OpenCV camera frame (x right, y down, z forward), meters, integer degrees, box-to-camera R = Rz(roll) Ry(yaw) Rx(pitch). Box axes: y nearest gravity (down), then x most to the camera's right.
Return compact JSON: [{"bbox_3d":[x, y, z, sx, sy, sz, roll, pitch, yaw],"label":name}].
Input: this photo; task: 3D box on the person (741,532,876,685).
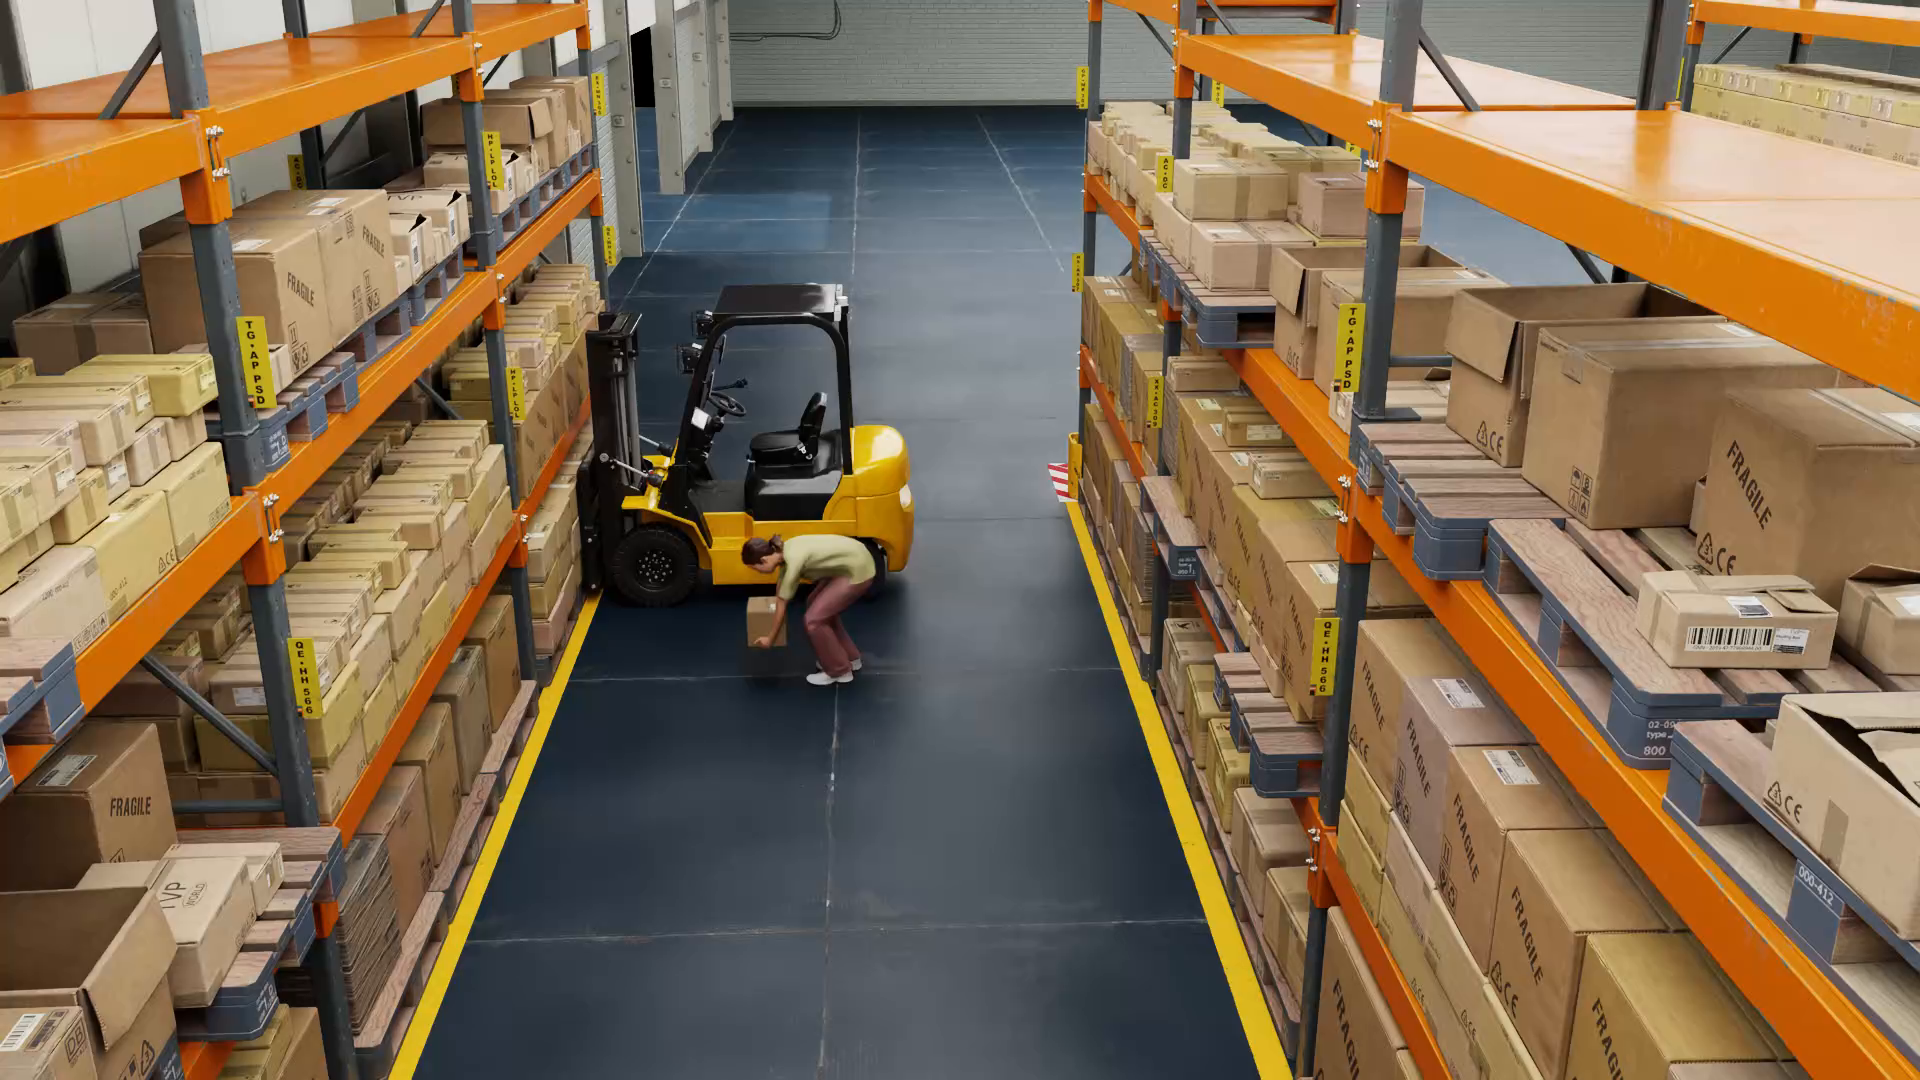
[{"bbox_3d":[-0.978,0.423,10.865,0.868,1.032,0.454,-2,21,-6],"label":"person"}]
